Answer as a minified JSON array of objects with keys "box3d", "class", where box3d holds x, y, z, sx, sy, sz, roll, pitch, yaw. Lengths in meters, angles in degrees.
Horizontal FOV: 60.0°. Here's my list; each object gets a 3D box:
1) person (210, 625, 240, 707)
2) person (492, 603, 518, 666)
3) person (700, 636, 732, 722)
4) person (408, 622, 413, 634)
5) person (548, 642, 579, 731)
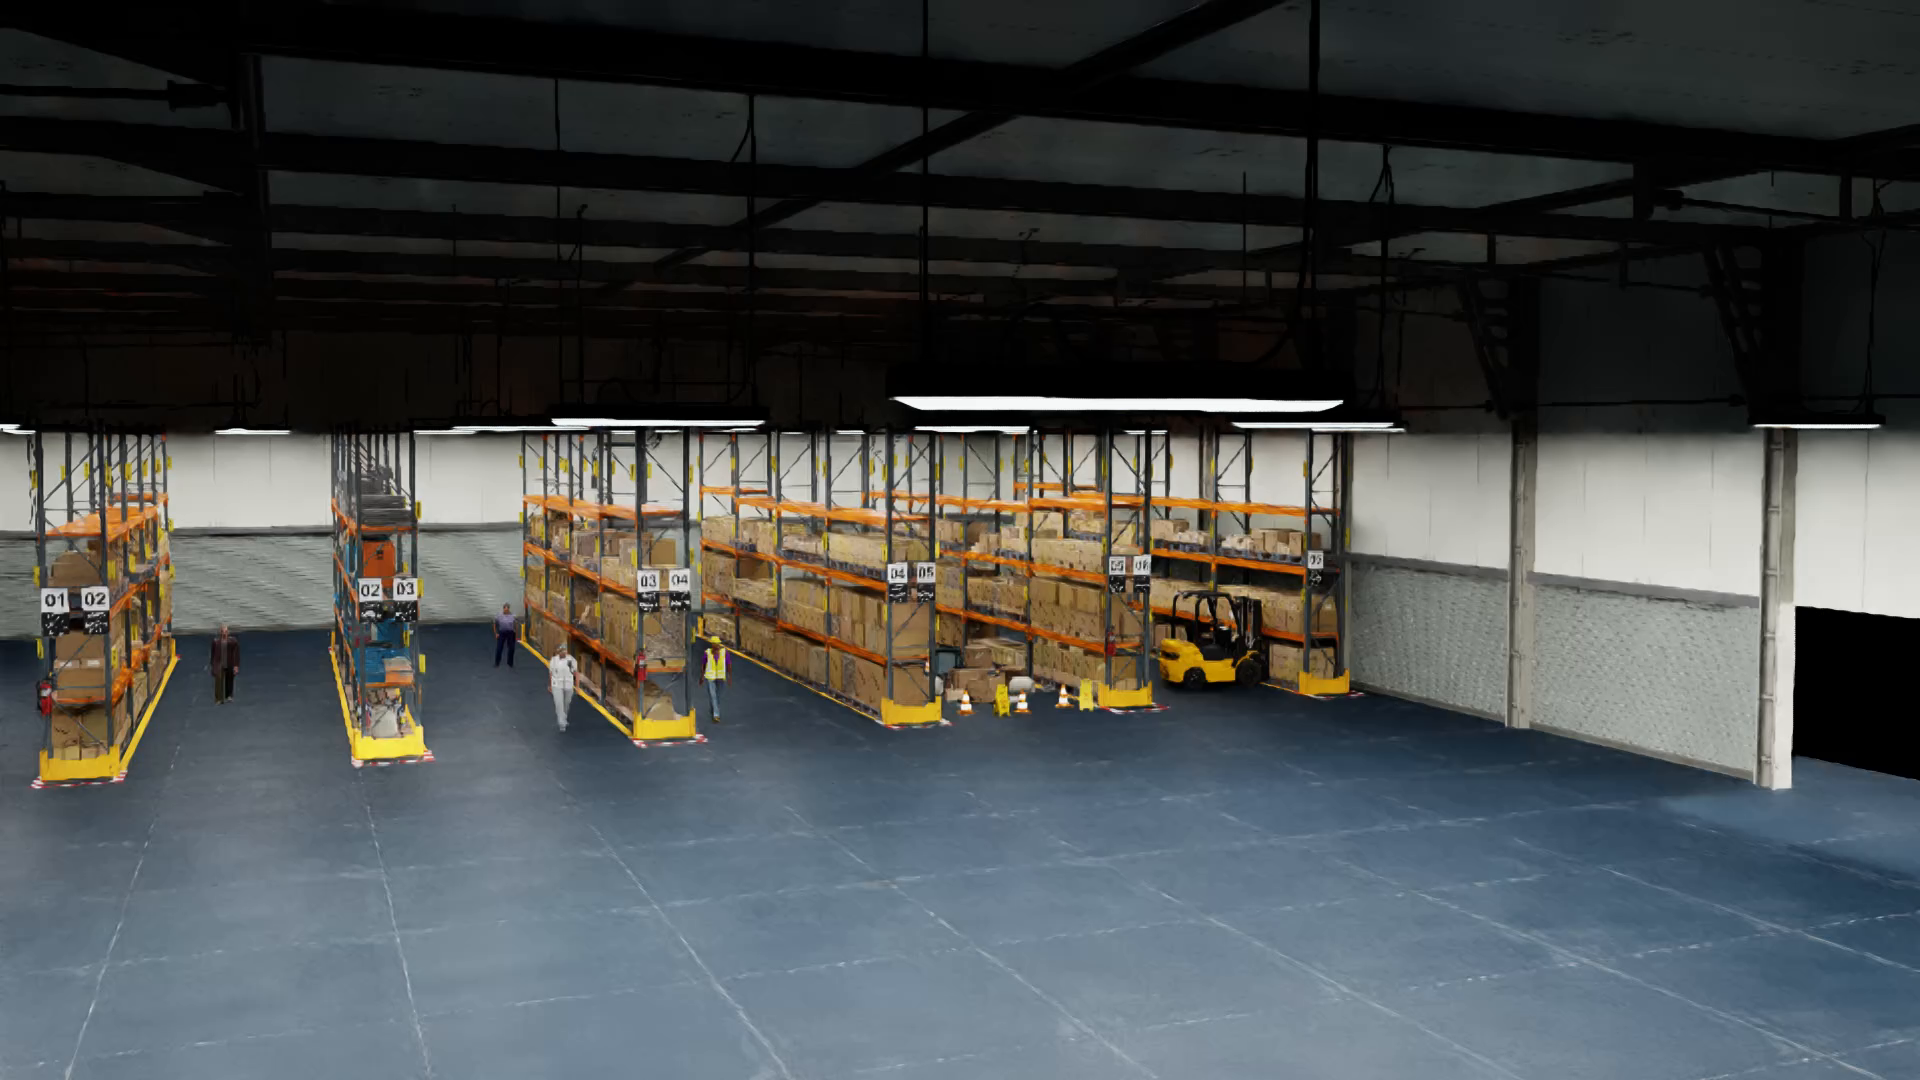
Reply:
[{"box3d":[-15.594,2.644,35.289,0.589,1.697,1.176,-2,4,-24],"class":"person"},{"box3d":[-11.290,2.353,41.308,0.625,1.596,0.510,-2,4,-24],"class":"person"},{"box3d":[-4.901,2.773,33.508,0.591,1.716,1.042,-2,4,-23],"class":"person"},{"box3d":[-16.154,1.838,48.037,0.504,1.776,0.767,1,4,22],"class":"person"},{"box3d":[-7.724,2.832,32.459,0.556,1.712,1.040,-2,4,-23],"class":"person"}]
